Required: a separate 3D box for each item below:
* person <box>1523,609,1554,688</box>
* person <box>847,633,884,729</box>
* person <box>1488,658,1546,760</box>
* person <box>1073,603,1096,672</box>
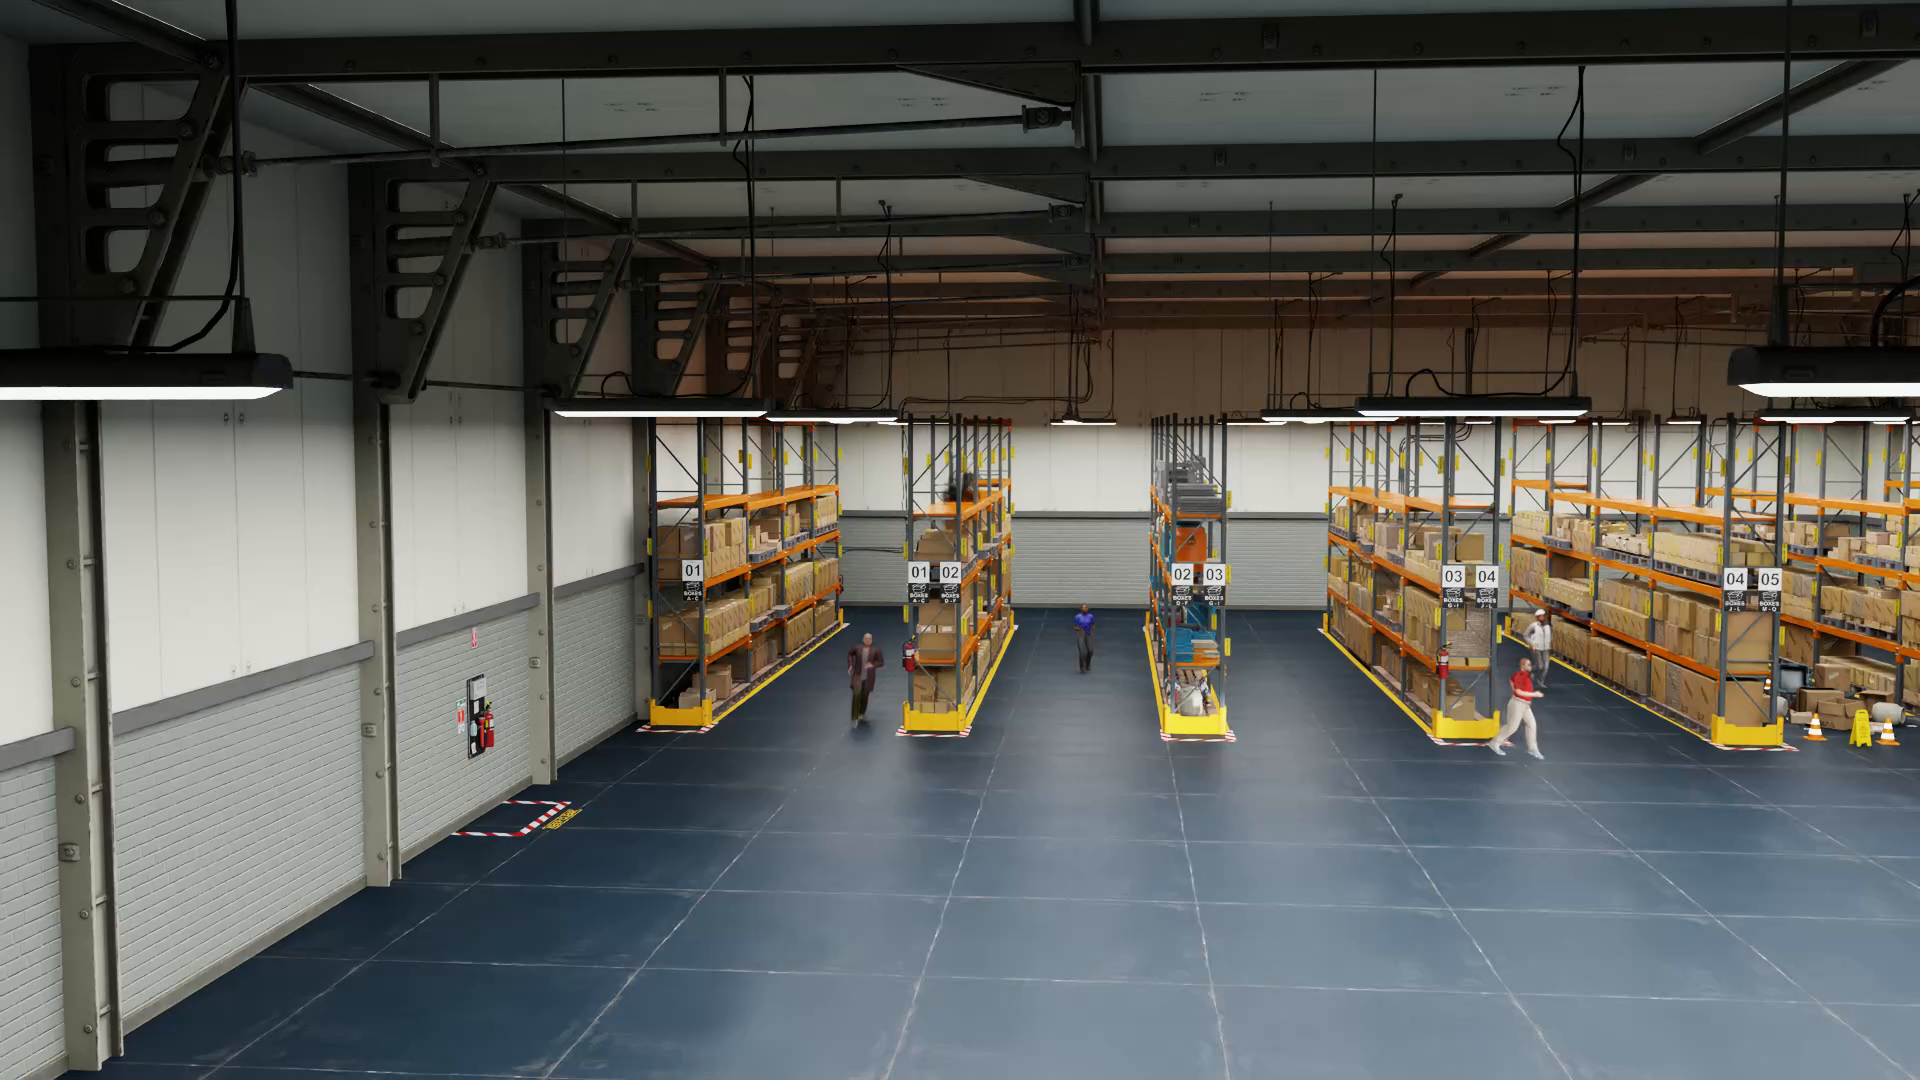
[{"bbox_3d":[12.778,2.393,36.675,0.671,1.728,0.597,-1,4,-11],"label":"person"},{"bbox_3d":[-1.830,2.700,32.124,0.707,1.828,0.915,0,4,-3],"label":"person"},{"bbox_3d":[9.689,2.920,28.862,0.943,1.753,0.643,2,5,32],"label":"person"},{"bbox_3d":[2.934,2.291,38.854,0.554,1.622,0.611,0,4,-6],"label":"person"}]
